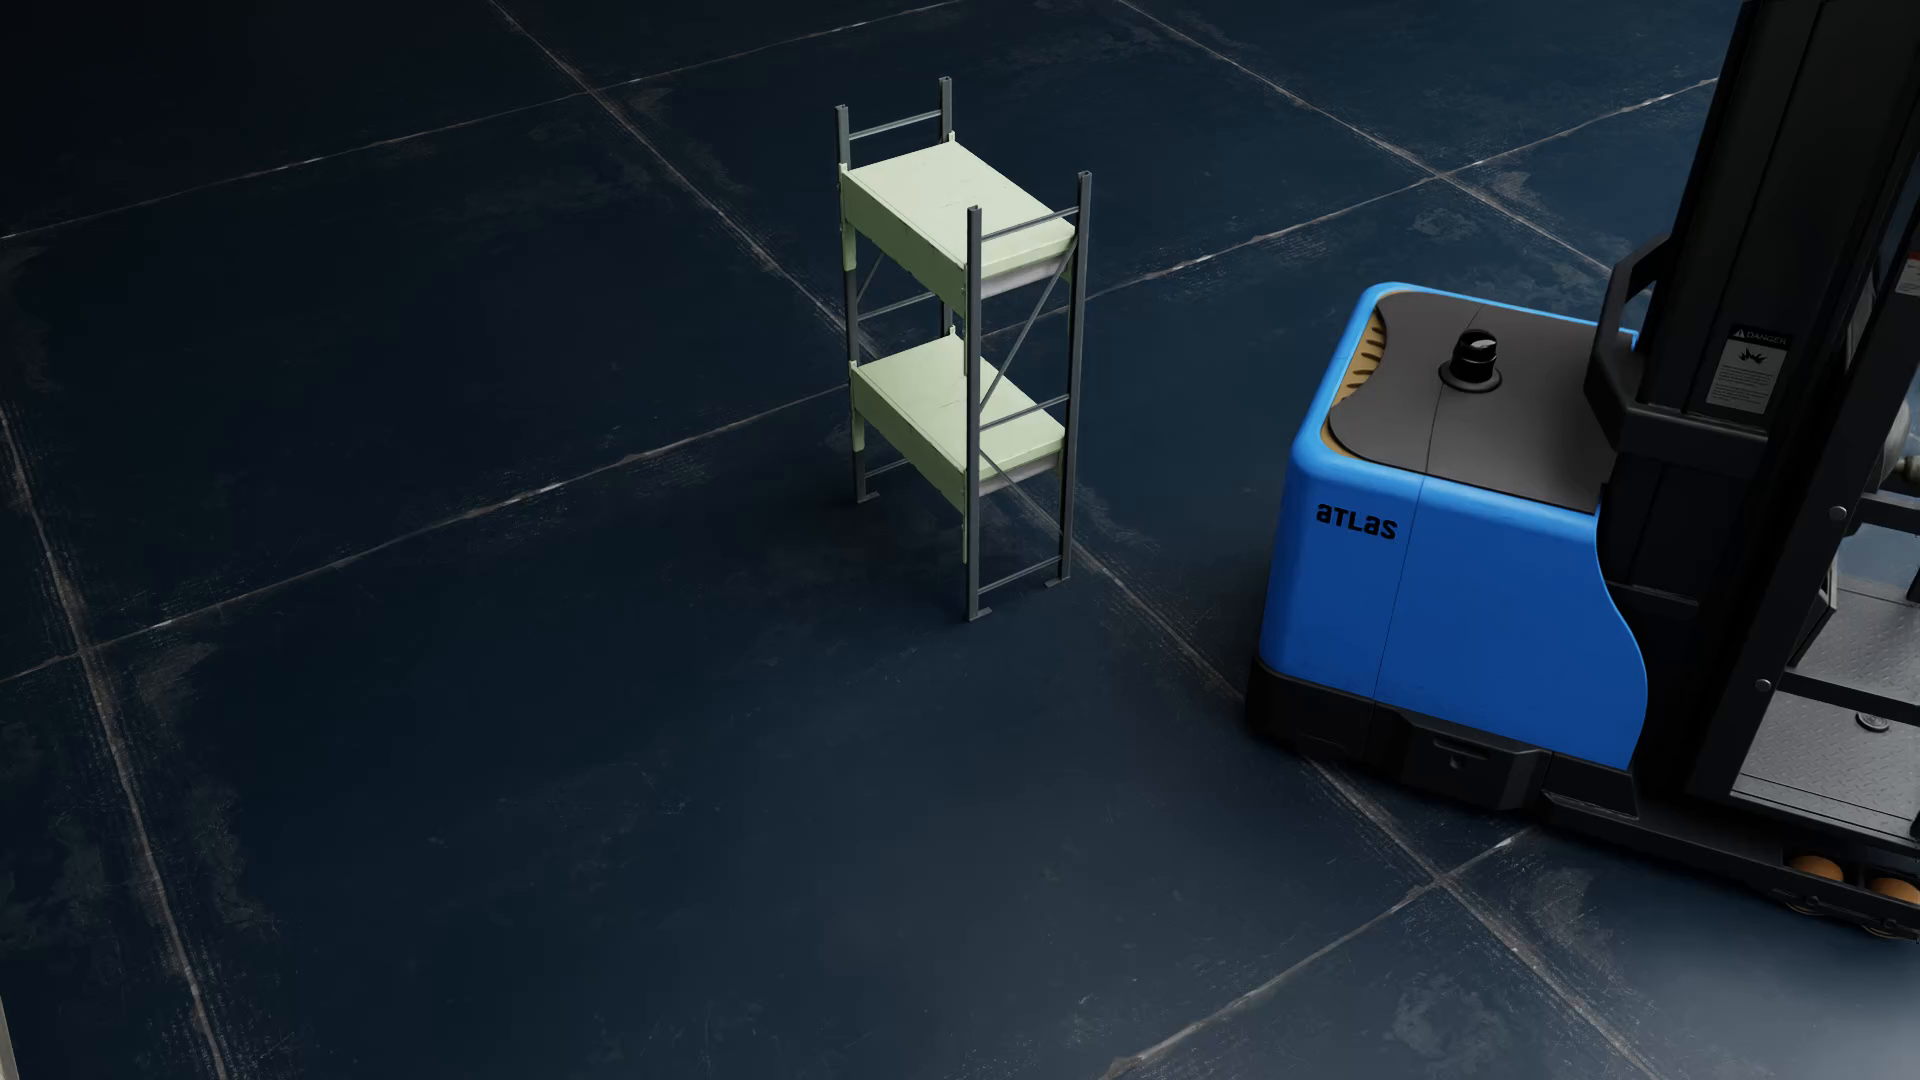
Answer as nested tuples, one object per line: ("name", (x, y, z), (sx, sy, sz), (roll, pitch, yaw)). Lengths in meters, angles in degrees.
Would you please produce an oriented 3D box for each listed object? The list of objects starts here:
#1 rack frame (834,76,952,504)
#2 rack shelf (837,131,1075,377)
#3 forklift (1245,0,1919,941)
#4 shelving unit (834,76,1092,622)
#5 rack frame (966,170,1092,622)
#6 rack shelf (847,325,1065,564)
("rack frame", (-0.200, -0.777, 5.511), (0.400, 1.500, 0.023), (-22, 45, -24))
("rack shelf", (-0.004, -0.880, 5.024), (0.431, 0.370, 0.720), (-22, 45, -24))
("forklift", (2.425, -0.446, 3.996), (3.031, 2.935, 1.130), (15, 42, 18))
("shelving unit", (-0.004, -0.580, 5.274), (0.431, 1.500, 0.755), (-22, 45, -24))
("rack frame", (0.193, -0.382, 5.037), (0.400, 1.500, 0.023), (-22, 45, -24))
("rack shelf", (-0.004, -0.329, 5.483), (0.431, 0.370, 0.720), (-22, 45, -24))
